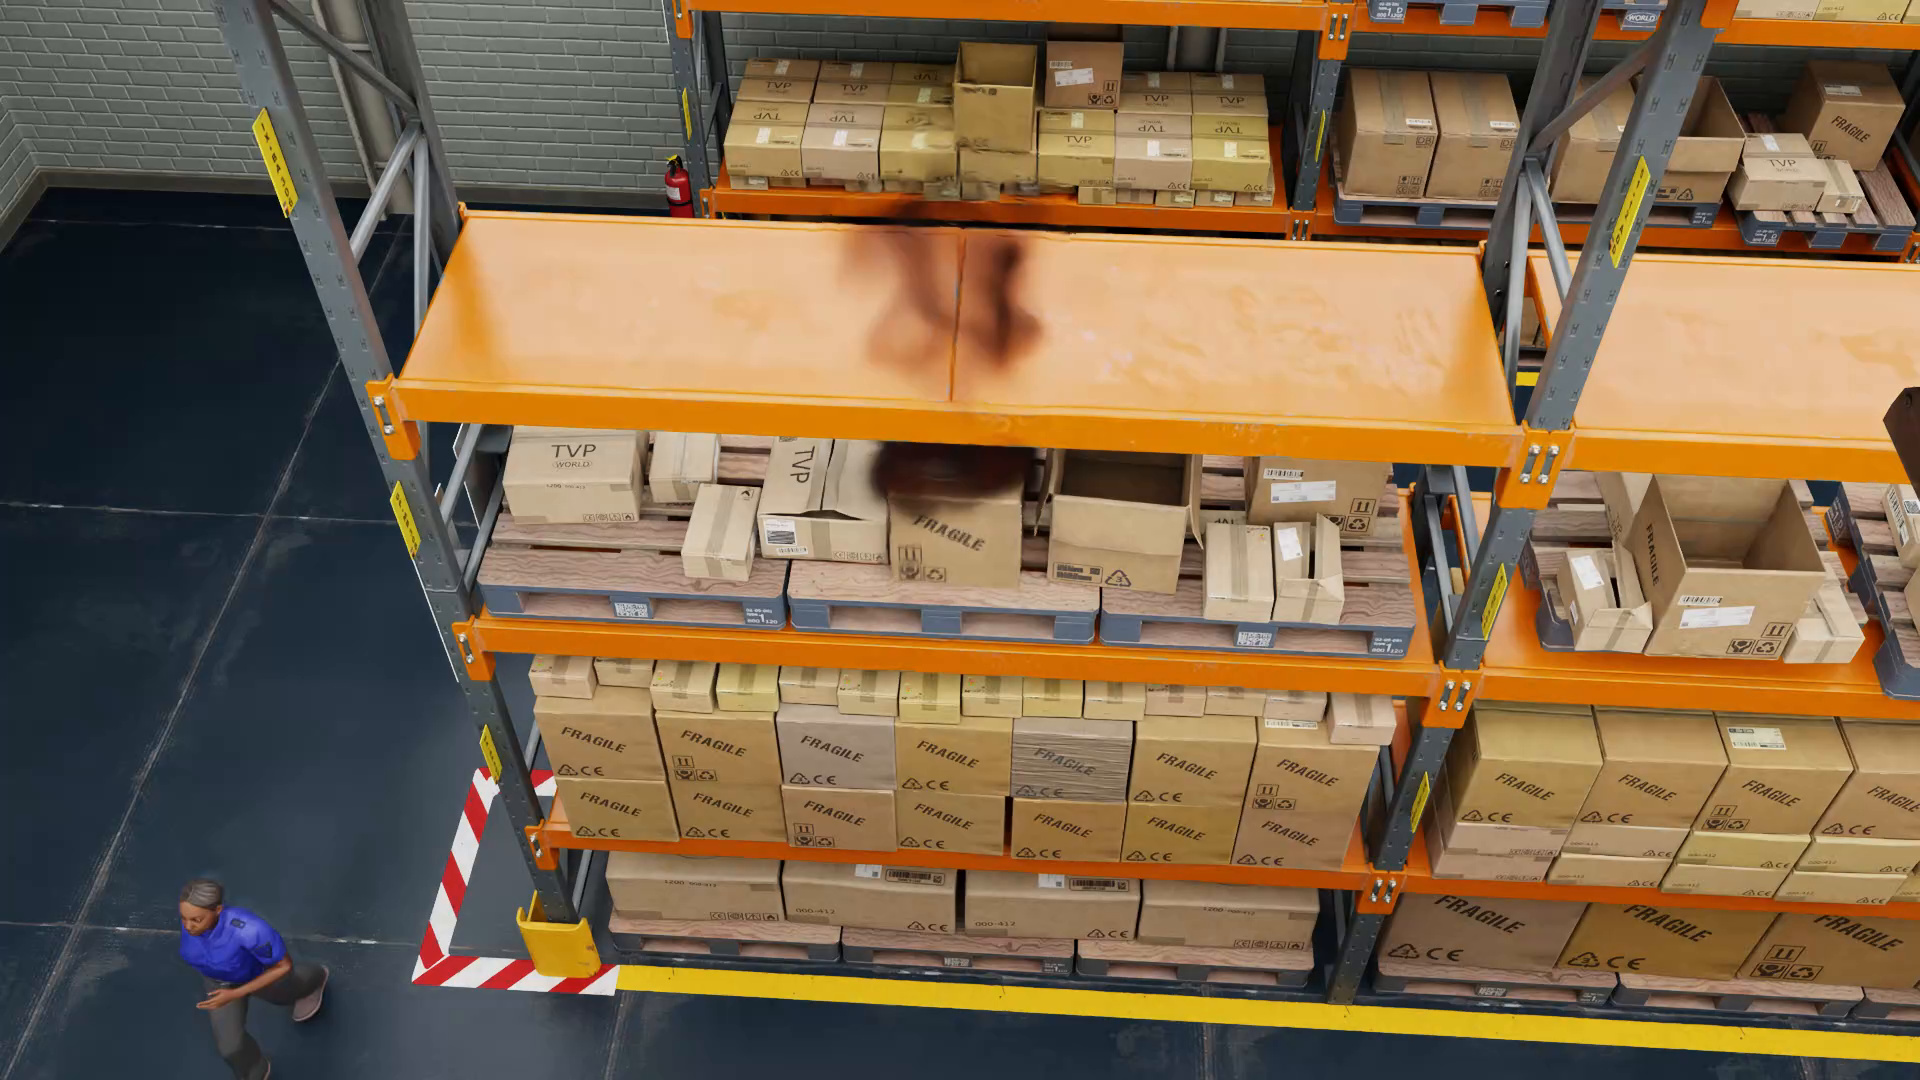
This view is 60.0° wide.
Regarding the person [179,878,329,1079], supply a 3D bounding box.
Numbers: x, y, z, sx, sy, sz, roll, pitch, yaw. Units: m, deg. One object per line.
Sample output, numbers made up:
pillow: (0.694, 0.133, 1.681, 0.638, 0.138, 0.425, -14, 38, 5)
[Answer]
person: (-3.289, 2.022, 7.797, 0.580, 1.694, 0.781, 4, 48, 4)
